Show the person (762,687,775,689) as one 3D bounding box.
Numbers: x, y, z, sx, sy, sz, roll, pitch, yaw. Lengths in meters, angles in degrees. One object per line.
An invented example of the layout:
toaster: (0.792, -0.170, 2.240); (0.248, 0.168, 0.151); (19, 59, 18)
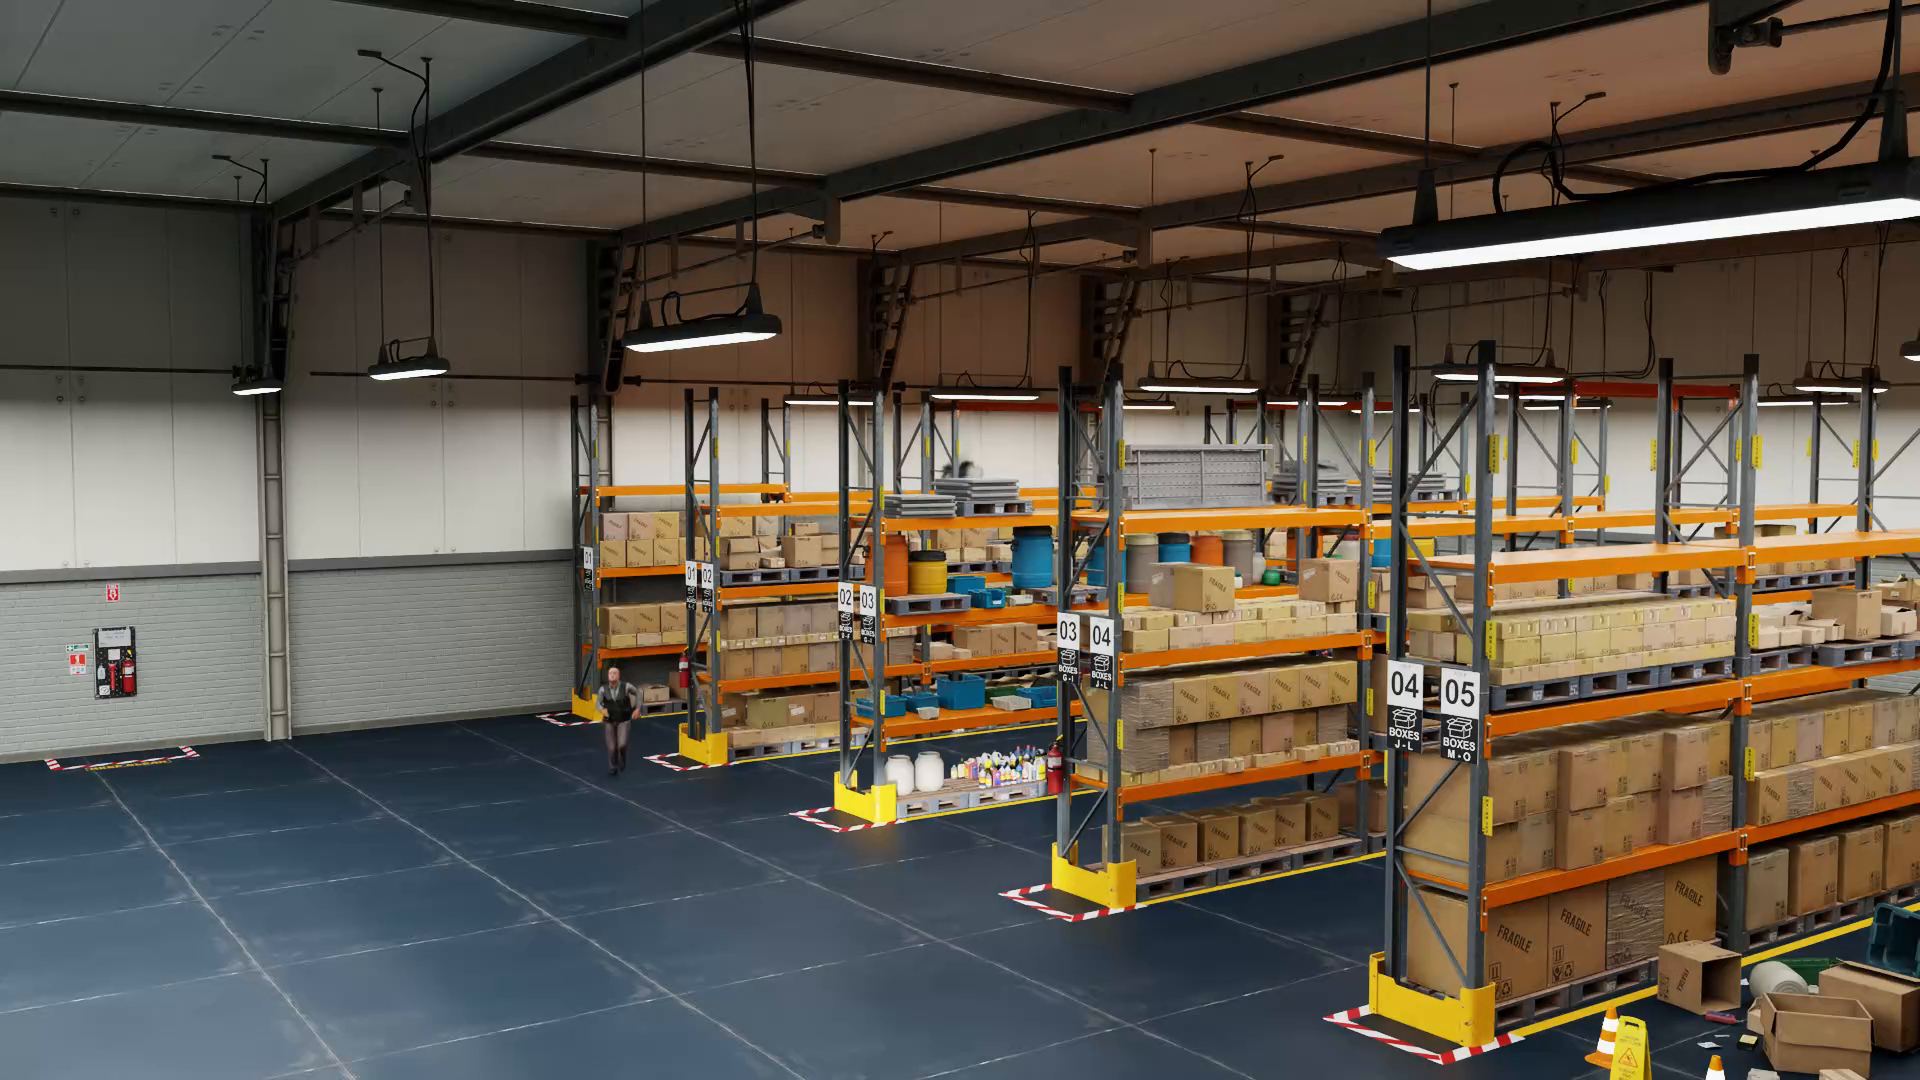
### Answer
person: (-3.349, 2.482, 29.399); (0.985, 1.763, 0.658); (-3, 5, -41)

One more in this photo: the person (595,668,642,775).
person: (-5.238, 2.789, 25.452); (0.689, 1.680, 0.736); (0, 3, -4)
